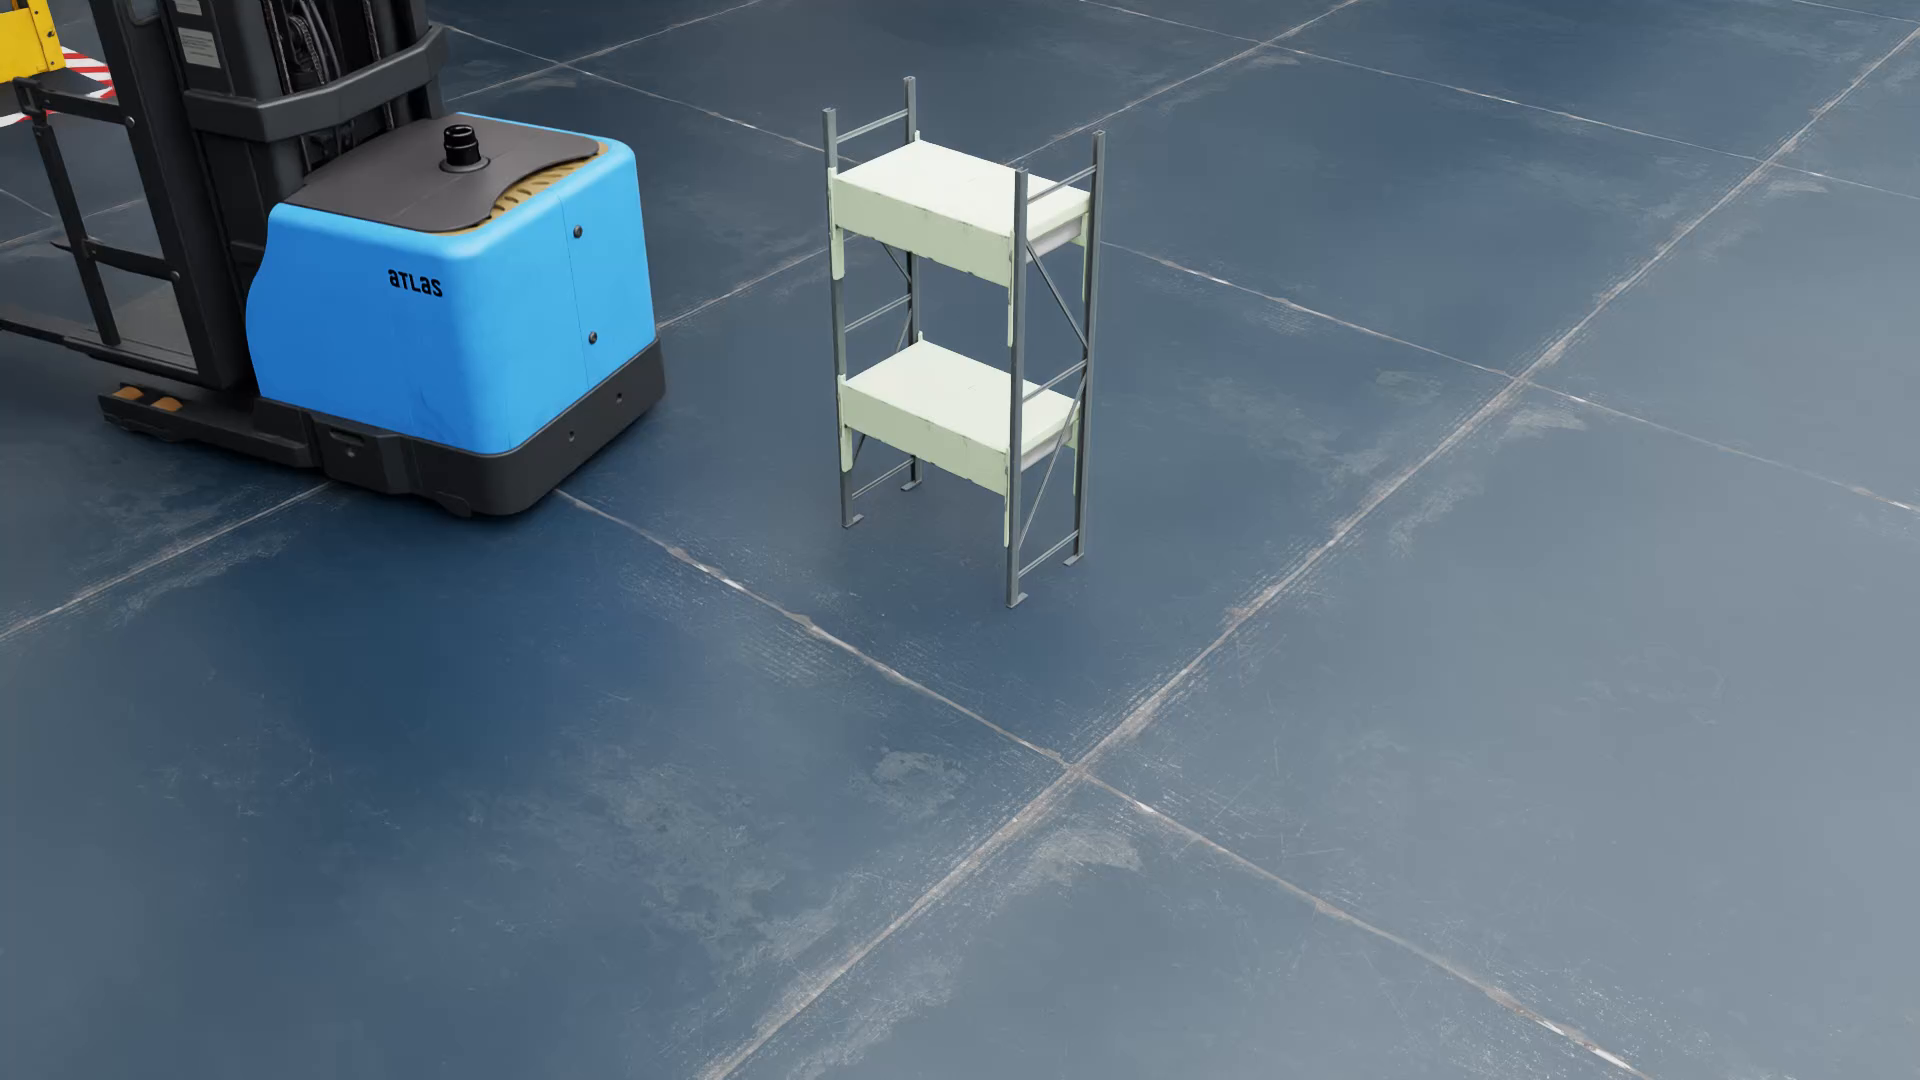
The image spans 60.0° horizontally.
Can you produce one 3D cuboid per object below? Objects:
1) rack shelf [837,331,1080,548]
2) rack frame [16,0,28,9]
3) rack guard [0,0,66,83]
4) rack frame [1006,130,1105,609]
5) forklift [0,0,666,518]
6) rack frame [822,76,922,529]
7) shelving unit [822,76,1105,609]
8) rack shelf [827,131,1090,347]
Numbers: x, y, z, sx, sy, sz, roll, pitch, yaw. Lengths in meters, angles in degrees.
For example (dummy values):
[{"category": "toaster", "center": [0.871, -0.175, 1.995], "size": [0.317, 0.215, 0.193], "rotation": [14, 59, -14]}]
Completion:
[{"category": "rack shelf", "center": [0.005, -0.347, 5.506], "size": [0.720, 0.370, 0.431], "rotation": [25, 42, 32]}, {"category": "rack frame", "center": [-5.676, -3.840, 8.691], "size": [0.127, 3.000, 1.000], "rotation": [25, 42, 32]}, {"category": "rack guard", "center": [-5.765, -2.816, 9.409], "size": [0.348, 0.500, 1.175], "rotation": [25, 42, 32]}, {"category": "rack frame", "center": [0.286, -0.483, 5.129], "size": [0.023, 1.500, 0.400], "rotation": [25, 42, 32]}, {"category": "forklift", "center": [-2.705, -1.835, 5.833], "size": [3.031, 2.935, 1.130], "rotation": [14, 37, 20]}, {"category": "rack frame", "center": [-0.276, -0.748, 5.515], "size": [0.023, 1.500, 0.400], "rotation": [25, 42, 32]}, {"category": "shelving unit", "center": [0.005, -0.616, 5.322], "size": [0.755, 1.500, 0.431], "rotation": [25, 42, 32]}, {"category": "rack shelf", "center": [0.005, -0.938, 5.101], "size": [0.720, 0.370, 0.431], "rotation": [25, 42, 32]}]
